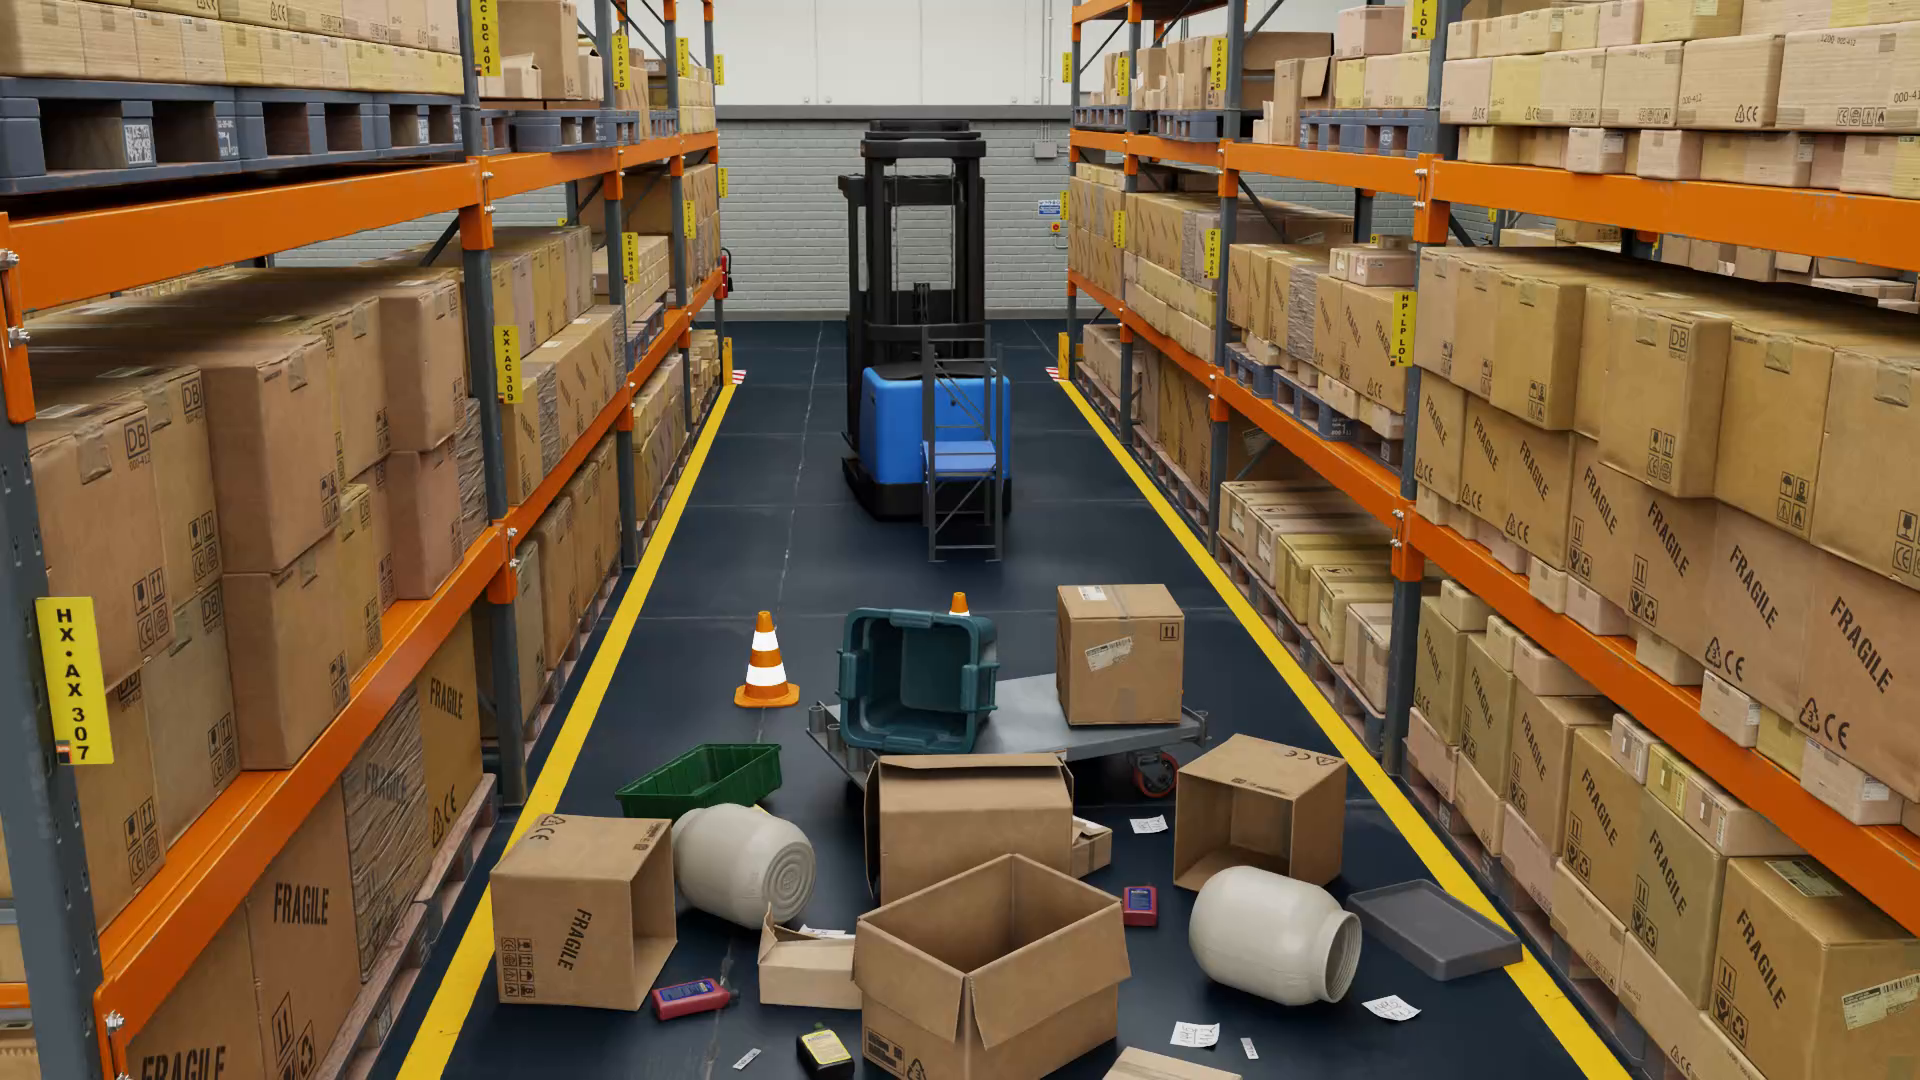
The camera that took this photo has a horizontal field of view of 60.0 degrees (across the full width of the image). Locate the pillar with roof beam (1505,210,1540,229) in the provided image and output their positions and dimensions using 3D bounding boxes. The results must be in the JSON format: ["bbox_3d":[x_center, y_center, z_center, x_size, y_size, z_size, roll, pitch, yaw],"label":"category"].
[{"bbox_3d":[3.136,-6.954,20.994,9.100,9.000,0.400,-1,14,-3],"label":"pillar with roof beam"}]

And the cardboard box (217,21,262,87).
[{"bbox_3d":[-1.961,-1.196,4.097,0.380,0.149,0.250,-1,14,-3],"label":"cardboard box"}]

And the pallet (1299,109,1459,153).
[{"bbox_3d":[2.490,-2.143,8.694,1.213,0.211,1.003,-1,14,-3],"label":"pallet"}]

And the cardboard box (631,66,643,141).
[{"bbox_3d":[-2.501,-3.033,11.575,0.500,0.500,0.500,-1,14,-3],"label":"cardboard box"}]

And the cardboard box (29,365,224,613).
[{"bbox_3d":[-2.308,-0.096,3.912,0.875,0.550,0.550,-1,14,-3],"label":"cardboard box"}]

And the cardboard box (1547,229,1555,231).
[{"bbox_3d":[6.993,-3.392,18.893,0.500,0.250,0.500,0,14,-2],"label":"cardboard box"}]

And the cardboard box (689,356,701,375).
[{"bbox_3d":[-2.751,-1.717,16.364,0.380,0.149,0.250,-1,14,-2],"label":"cardboard box"}]

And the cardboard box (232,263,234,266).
[{"bbox_3d":[-7.819,-3.029,17.482,0.500,0.250,0.500,-1,14,-4],"label":"cardboard box"}]

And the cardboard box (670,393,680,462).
[{"bbox_3d":[-2.612,-0.942,13.840,0.500,0.500,0.500,-1,14,-5],"label":"cardboard box"}]

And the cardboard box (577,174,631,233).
[{"bbox_3d":[-3.240,-3.046,15.041,0.500,0.500,0.500,-1,14,-5],"label":"cardboard box"}]

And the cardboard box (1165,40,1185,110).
[{"bbox_3d":[1.843,-3.502,12.553,0.500,0.500,0.500,-1,14,-3],"label":"cardboard box"}]

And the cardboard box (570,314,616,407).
[{"bbox_3d":[-2.367,-1.078,9.997,0.500,0.500,0.500,-1,14,-3],"label":"cardboard box"}]

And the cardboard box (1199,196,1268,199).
[{"bbox_3d":[2.311,-2.655,14.118,0.500,0.500,0.500,-1,14,-2],"label":"cardboard box"}]

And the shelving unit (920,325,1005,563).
[{"bbox_3d":[0.005,-0.705,11.757,0.538,1.500,1.048,-1,14,-3],"label":"shelving unit"}]

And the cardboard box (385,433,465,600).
[{"bbox_3d":[-2.353,-0.112,6.139,0.875,0.550,0.550,-1,14,-3],"label":"cardboard box"}]

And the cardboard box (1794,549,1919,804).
[{"bbox_3d":[2.429,0.303,4.031,0.500,0.500,0.500,-1,14,-4],"label":"cardboard box"}]

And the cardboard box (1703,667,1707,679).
[{"bbox_3d":[2.458,0.403,4.943,0.380,0.149,0.250,-1,14,-3],"label":"cardboard box"}]

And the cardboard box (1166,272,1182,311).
[{"bbox_3d":[1.870,-1.904,12.704,0.500,0.250,0.500,-1,14,-5],"label":"cardboard box"}]

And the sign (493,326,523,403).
[{"bbox_3d":[-1.891,-0.734,6.961,0.100,0.325,0.005,-1,14,-3],"label":"sign"}]

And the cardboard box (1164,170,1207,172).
[{"bbox_3d":[2.202,-3.543,16.268,0.380,0.149,0.250,-1,14,-5],"label":"cardboard box"}]

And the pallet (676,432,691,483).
[{"bbox_3d":[-2.891,-0.713,14.372,1.003,0.211,1.213,-1,14,-3],"label":"pallet"}]

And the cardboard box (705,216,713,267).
[{"bbox_3d":[-2.836,-3.082,17.187,0.500,0.500,0.500,-1,14,-3],"label":"cardboard box"}]

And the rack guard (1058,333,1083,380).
[{"bbox_3d":[1.744,-2.148,19.373,1.175,0.500,0.348,-1,14,-3],"label":"rack guard"}]

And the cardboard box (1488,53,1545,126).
[{"bbox_3d":[2.285,-1.651,6.107,0.500,0.250,0.500,-1,14,-4],"label":"cardboard box"}]

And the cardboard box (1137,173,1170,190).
[{"bbox_3d":[1.749,-3.344,15.494,0.380,0.149,0.250,-1,14,-2],"label":"cardboard box"}]

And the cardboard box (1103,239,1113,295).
[{"bbox_3d":[1.672,-2.646,16.089,0.500,0.500,0.500,-1,14,-5],"label":"cardboard box"}]

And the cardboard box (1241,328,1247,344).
[{"bbox_3d":[2.076,-1.361,10.959,0.380,0.149,0.250,-2,15,-7],"label":"cardboard box"}]

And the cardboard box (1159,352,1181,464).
[{"bbox_3d":[2.176,-1.155,13.917,0.875,0.875,0.875,0,14,-2],"label":"cardboard box"}]

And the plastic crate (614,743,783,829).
[{"bbox_3d":[-1.127,1.090,7.298,0.450,0.188,0.662,-4,11,28],"label":"plastic crate"}]

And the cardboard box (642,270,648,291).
[{"bbox_3d":[-2.624,-1.998,12.837,0.380,0.149,0.250,0,14,-1],"label":"cardboard box"}]

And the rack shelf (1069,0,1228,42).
[{"bbox_3d":[1.870,-5.219,16.497,1.077,0.370,4.000,-1,14,-3],"label":"rack shelf"}]

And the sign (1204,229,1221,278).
[{"bbox_3d":[1.688,-1.915,11.125,0.100,0.325,0.005,-1,14,-3],"label":"sign"}]

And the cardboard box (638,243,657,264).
[{"bbox_3d":[-2.673,-2.333,13.542,0.380,0.149,0.250,-1,14,-4],"label":"cardboard box"}]

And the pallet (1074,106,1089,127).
[{"bbox_3d":[1.802,-4.578,17.959,1.003,0.211,1.213,-1,14,-3],"label":"pallet"}]

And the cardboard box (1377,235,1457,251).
[{"bbox_3d":[2.624,-1.671,9.558,0.380,0.149,0.250,-2,15,-6],"label":"cardboard box"}]

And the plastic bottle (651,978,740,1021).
[{"bbox_3d":[-0.913,1.582,5.756,0.283,0.061,0.133,-6,16,-23],"label":"plastic bottle"}]

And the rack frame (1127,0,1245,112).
[{"bbox_3d":[1.994,-5.264,14.424,1.000,3.000,0.127,-1,14,-3],"label":"rack frame"}]

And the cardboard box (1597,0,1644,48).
[{"bbox_3d":[2.318,-1.679,5.418,0.380,0.149,0.250,-1,14,-4],"label":"cardboard box"}]

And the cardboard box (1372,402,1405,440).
[{"bbox_3d":[2.182,-0.574,7.899,0.380,0.149,0.250,-1,14,-3],"label":"cardboard box"}]

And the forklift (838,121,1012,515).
[{"bbox_3d":[-0.391,-1.924,13.623,1.130,2.935,3.031,-3,15,-11],"label":"forklift"}]

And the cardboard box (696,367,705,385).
[{"bbox_3d":[-2.760,-1.640,16.661,0.380,0.149,0.250,-1,14,-4],"label":"cardboard box"}]

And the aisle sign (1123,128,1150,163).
[{"bbox_3d":[2.051,-4.635,18.802,0.394,0.787,0.004,-1,14,-3],"label":"aisle sign"}]

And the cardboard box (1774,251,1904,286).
[{"bbox_3d":[6.910,-2.097,13.108,0.797,0.503,0.637,-1,14,-5],"label":"cardboard box"}]

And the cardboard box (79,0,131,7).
[{"bbox_3d":[-1.971,-1.172,3.203,0.500,0.250,0.500,-1,14,-4],"label":"cardboard box"}]

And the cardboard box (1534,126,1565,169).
[{"bbox_3d":[2.326,-1.429,6.047,0.380,0.149,0.250,0,14,-2],"label":"cardboard box"}]

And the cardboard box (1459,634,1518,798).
[{"bbox_3d":[2.301,0.680,6.533,0.500,0.500,0.500,0,14,-1],"label":"cardboard box"}]

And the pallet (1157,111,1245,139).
[{"bbox_3d":[2.076,-3.162,12.655,1.003,0.211,1.213,0,14,-1],"label":"pallet"}]

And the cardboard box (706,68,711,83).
[{"bbox_3d":[-2.874,-4.989,17.873,0.380,0.149,0.250,-1,14,-4],"label":"cardboard box"}]

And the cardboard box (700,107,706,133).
[{"bbox_3d":[-2.787,-4.140,16.379,0.500,0.250,0.500,0,14,-1],"label":"cardboard box"}]

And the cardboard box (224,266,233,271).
[{"bbox_3d":[-7.730,-2.741,17.163,0.380,0.149,0.250,-1,14,-5],"label":"cardboard box"}]

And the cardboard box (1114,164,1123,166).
[{"bbox_3d":[1.579,-4.043,18.212,0.380,0.149,0.250,-1,14,-2],"label":"cardboard box"}]

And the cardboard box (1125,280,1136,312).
[{"bbox_3d":[1.758,-2.172,14.749,0.500,0.250,0.500,-1,14,-5],"label":"cardboard box"}]

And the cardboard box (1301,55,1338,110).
[{"bbox_3d":[2.365,-2.487,9.446,0.797,0.503,0.637,-1,14,-3],"label":"cardboard box"}]

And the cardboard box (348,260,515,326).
[{"bbox_3d":[-2.515,-1.051,7.884,0.700,0.500,0.500,-1,14,-4],"label":"cardboard box"}]

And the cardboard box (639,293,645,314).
[{"bbox_3d":[-2.603,-1.788,12.616,0.380,0.149,0.250,-1,14,-3],"label":"cardboard box"}]

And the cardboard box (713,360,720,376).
[{"bbox_3d":[-2.831,-1.884,18.208,0.380,0.149,0.250,0,14,-2],"label":"cardboard box"}]
